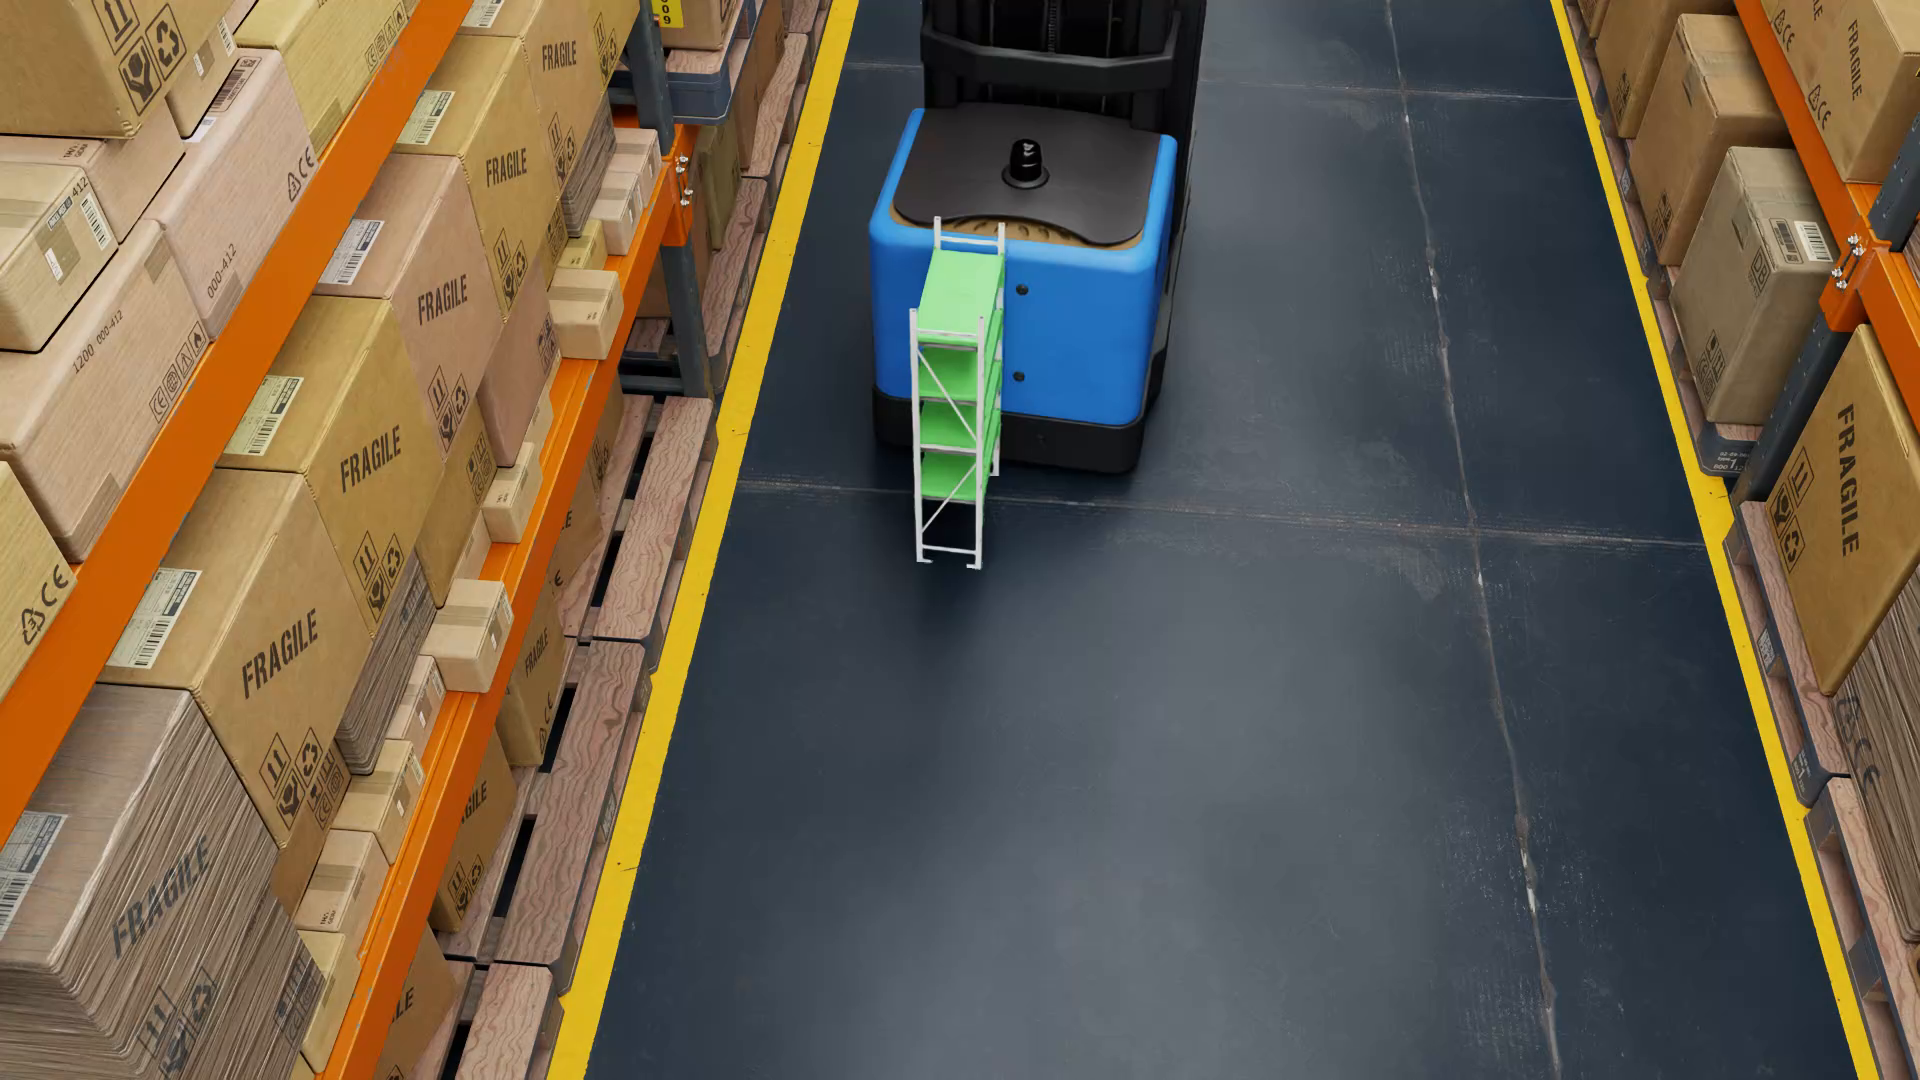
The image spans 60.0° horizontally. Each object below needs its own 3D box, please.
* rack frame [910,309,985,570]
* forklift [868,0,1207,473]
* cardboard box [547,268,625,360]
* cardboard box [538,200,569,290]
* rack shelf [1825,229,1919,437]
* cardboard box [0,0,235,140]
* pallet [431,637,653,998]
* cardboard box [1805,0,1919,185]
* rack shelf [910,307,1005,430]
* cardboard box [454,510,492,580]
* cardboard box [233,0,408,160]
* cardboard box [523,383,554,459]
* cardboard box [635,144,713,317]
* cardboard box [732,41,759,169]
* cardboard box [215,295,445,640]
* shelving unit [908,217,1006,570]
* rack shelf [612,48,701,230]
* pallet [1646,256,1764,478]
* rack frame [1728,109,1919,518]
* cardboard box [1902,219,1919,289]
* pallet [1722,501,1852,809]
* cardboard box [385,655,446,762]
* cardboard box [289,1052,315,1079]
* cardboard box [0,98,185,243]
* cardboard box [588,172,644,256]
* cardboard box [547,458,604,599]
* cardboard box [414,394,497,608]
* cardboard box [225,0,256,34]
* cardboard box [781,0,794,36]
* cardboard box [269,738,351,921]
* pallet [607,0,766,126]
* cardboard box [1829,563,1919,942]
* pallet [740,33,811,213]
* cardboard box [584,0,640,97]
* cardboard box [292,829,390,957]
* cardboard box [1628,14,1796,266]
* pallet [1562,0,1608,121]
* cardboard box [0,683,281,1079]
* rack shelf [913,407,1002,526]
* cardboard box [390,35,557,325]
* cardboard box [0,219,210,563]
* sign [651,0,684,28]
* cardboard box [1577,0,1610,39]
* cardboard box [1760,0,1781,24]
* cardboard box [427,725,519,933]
[{"bbox_3d":[-0.041,-0.314,5.724,0.240,1.200,0.015,6,48,6],"label":"rack frame"},{"bbox_3d":[0.444,-2.354,6.417,1.130,2.935,3.031,8,48,7],"label":"forklift"},{"bbox_3d":[-1.236,-0.688,5.017,0.380,0.149,0.250,4,48,4],"label":"cardboard box"},{"bbox_3d":[-1.665,-0.947,4.814,0.875,0.500,0.500,4,48,4],"label":"cardboard box"},{"bbox_3d":[3.266,0.616,4.142,1.077,0.370,4.000,4,48,4],"label":"rack shelf"},{"bbox_3d":[-1.442,-0.953,2.448,0.500,0.500,0.500,4,48,3],"label":"cardboard box"},{"bbox_3d":[-1.617,0.831,5.347,1.003,0.211,1.213,4,48,4],"label":"pallet"},{"bbox_3d":[3.229,-1.532,5.551,0.500,0.500,0.500,4,48,3],"label":"cardboard box"},{"bbox_3d":[-0.004,-0.610,5.757,0.258,0.148,0.480,6,48,6],"label":"rack shelf"},{"bbox_3d":[-1.459,0.038,4.353,0.380,0.149,0.250,4,48,4],"label":"cardboard box"},{"bbox_3d":[-1.413,-0.990,3.191,0.500,0.250,0.500,5,48,5],"label":"cardboard box"},{"bbox_3d":[-1.372,-0.327,4.687,0.380,0.149,0.250,4,48,4],"label":"cardboard box"},{"bbox_3d":[-1.405,-1.259,6.765,0.700,0.500,0.500,1,48,1],"label":"cardboard box"},{"bbox_3d":[-1.292,-2.020,7.460,0.700,0.500,0.500,0,48,0],"label":"cardboard box"},{"bbox_3d":[-1.428,-0.157,3.414,0.500,0.500,0.500,4,48,4],"label":"cardboard box"},{"bbox_3d":[-0.004,-0.492,5.887,0.258,1.200,0.503,6,48,6],"label":"shelving unit"},{"bbox_3d":[-1.300,-2.732,7.203,1.077,0.370,4.000,4,48,4],"label":"rack shelf"},{"bbox_3d":[3.443,-0.728,6.773,1.003,0.211,1.213,4,48,4],"label":"pallet"},{"bbox_3d":[3.448,-1.097,5.221,1.000,3.000,0.127,4,48,4],"label":"rack frame"},{"bbox_3d":[3.426,-0.876,4.916,0.875,0.550,0.550,4,48,4],"label":"cardboard box"},{"bbox_3d":[3.301,0.398,5.743,1.003,0.211,1.213,4,48,4],"label":"pallet"},{"bbox_3d":[-1.476,0.407,4.015,0.380,0.149,0.250,4,48,4],"label":"cardboard box"},{"bbox_3d":[-1.541,1.144,3.342,0.380,0.149,0.250,4,48,4],"label":"cardboard box"},{"bbox_3d":[-1.449,-0.600,2.565,0.380,0.149,0.250,4,48,3],"label":"cardboard box"},{"bbox_3d":[-1.241,-1.059,5.356,0.380,0.149,0.250,4,48,4],"label":"cardboard box"},{"bbox_3d":[-1.603,-0.090,5.709,0.500,0.500,0.500,18,50,16],"label":"cardboard box"},{"bbox_3d":[-1.697,-0.209,4.139,0.875,0.500,0.500,4,48,4],"label":"cardboard box"},{"bbox_3d":[-1.463,-0.988,2.920,0.380,0.149,0.250,3,48,3],"label":"cardboard box"},{"bbox_3d":[-1.197,-2.847,8.217,0.700,0.500,0.500,0,48,0],"label":"cardboard box"},{"bbox_3d":[-1.843,0.523,3.470,0.875,0.500,0.500,4,48,4],"label":"cardboard box"},{"bbox_3d":[-1.268,-1.992,6.169,1.003,0.211,1.213,4,48,4],"label":"pallet"},{"bbox_3d":[3.243,0.599,4.825,0.875,0.875,0.875,4,48,4],"label":"cardboard box"},{"bbox_3d":[-1.304,-2.035,7.968,1.003,0.211,1.213,4,48,4],"label":"pallet"},{"bbox_3d":[-1.249,-1.627,4.759,0.500,0.500,0.500,4,48,4],"label":"cardboard box"},{"bbox_3d":[-1.502,0.776,3.678,0.380,0.149,0.250,4,48,4],"label":"cardboard box"},{"bbox_3d":[3.507,-1.650,6.967,1.050,0.750,0.750,4,48,4],"label":"cardboard box"},{"bbox_3d":[3.666,-2.521,8.413,1.003,0.211,1.213,4,48,4],"label":"pallet"},{"bbox_3d":[-1.525,0.577,2.742,0.500,0.500,0.500,4,48,4],"label":"cardboard box"},{"bbox_3d":[-0.004,-0.287,6.111,0.258,0.148,0.480,6,48,6],"label":"rack shelf"},{"bbox_3d":[-1.340,-0.892,4.086,0.500,0.500,0.500,4,48,4],"label":"cardboard box"},{"bbox_3d":[-1.505,-0.243,2.509,0.500,0.250,0.500,3,48,3],"label":"cardboard box"},{"bbox_3d":[-0.941,-1.766,5.246,0.100,0.325,0.005,4,48,4],"label":"sign"},{"bbox_3d":[3.667,-2.977,8.180,1.050,0.750,0.750,3,48,3],"label":"cardboard box"},{"bbox_3d":[3.321,-2.275,6.230,0.500,0.500,0.500,4,48,4],"label":"cardboard box"},{"bbox_3d":[-1.677,0.778,4.915,0.500,0.500,0.500,8,48,7],"label":"cardboard box"}]
